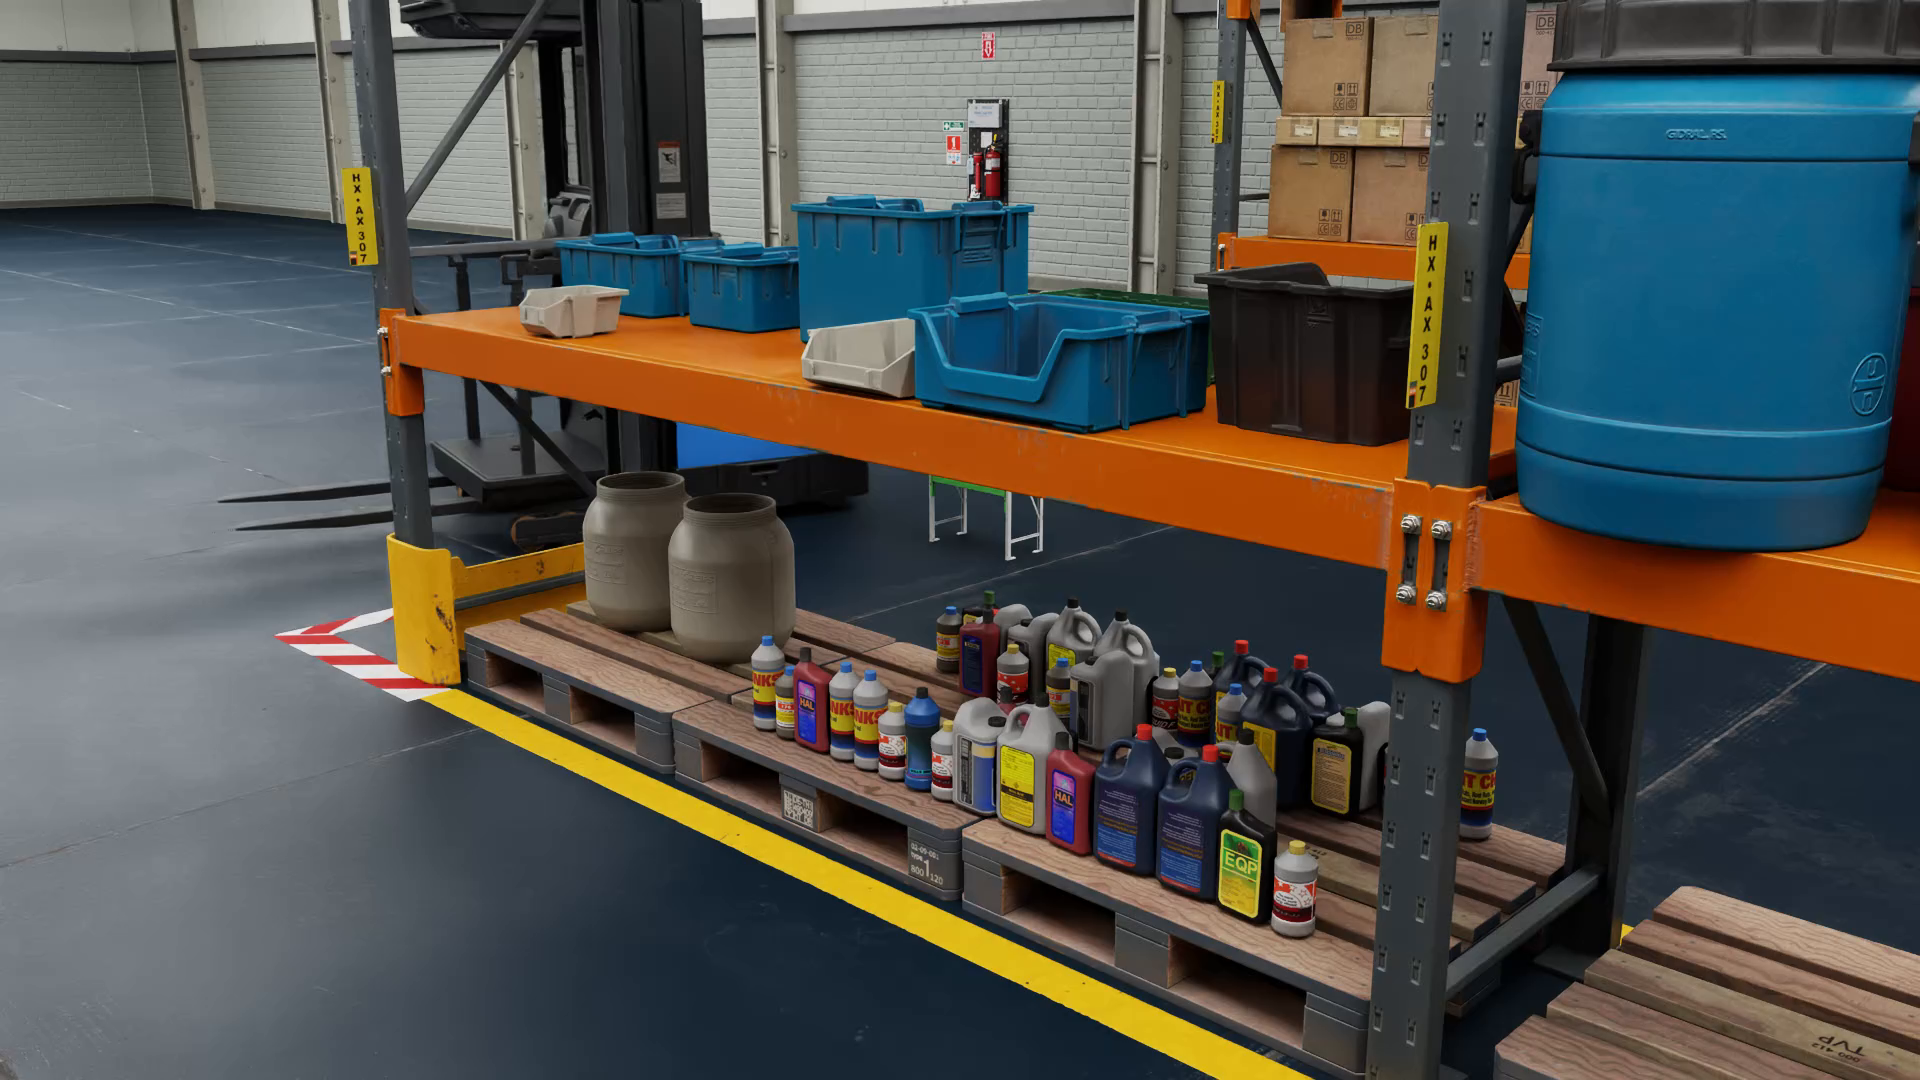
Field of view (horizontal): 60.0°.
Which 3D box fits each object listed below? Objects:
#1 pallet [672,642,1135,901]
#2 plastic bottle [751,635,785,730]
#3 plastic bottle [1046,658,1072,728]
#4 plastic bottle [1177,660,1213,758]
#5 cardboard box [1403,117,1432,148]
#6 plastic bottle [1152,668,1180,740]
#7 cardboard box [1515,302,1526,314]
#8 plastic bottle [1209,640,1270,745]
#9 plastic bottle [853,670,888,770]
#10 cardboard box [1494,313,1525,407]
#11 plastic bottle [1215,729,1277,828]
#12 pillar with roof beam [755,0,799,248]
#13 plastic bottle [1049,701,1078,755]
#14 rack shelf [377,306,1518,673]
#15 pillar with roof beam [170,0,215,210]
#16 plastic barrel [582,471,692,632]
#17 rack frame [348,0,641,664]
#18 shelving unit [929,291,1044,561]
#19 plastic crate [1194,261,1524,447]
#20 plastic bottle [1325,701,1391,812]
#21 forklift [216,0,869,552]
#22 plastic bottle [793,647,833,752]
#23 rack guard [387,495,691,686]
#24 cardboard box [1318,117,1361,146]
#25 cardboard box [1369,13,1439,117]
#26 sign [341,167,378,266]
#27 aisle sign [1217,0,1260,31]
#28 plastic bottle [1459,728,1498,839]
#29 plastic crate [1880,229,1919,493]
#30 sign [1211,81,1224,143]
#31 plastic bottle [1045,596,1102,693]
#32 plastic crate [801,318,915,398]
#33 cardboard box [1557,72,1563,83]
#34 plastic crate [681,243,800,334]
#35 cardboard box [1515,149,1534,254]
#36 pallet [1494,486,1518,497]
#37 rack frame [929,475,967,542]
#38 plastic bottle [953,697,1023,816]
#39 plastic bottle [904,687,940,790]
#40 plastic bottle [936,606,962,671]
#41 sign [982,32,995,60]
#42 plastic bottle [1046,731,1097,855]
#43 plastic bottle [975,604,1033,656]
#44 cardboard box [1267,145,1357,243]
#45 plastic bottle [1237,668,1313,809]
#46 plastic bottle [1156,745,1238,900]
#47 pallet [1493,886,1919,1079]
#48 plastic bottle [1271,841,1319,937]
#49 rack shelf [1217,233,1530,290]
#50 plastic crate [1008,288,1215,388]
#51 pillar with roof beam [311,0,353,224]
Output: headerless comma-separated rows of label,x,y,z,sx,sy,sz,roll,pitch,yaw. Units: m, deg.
pallet,-0.112,0.646,5.033,1.213,0.211,1.003,14,20,42
plastic bottle,-0.566,0.417,4.923,0.097,0.271,0.097,0,15,0
plastic bottle,0.303,0.450,4.934,0.097,0.201,0.097,0,15,0
plastic bottle,0.664,0.474,4.701,0.097,0.271,0.097,0,15,0
cardboard box,2.470,-2.083,8.494,0.250,0.149,0.380,13,20,41
plastic bottle,0.608,0.473,4.844,0.097,0.201,0.097,0,15,0
cardboard box,3.109,-0.986,8.902,0.500,0.500,0.500,14,20,42
plastic bottle,0.796,0.455,4.619,0.185,0.351,0.144,13,19,40
plastic bottle,-0.247,0.494,4.625,0.097,0.271,0.097,0,15,0
cardboard box,2.748,-0.892,8.540,0.500,0.500,0.500,14,20,42
plastic bottle,0.661,0.618,3.993,0.185,0.351,0.144,14,20,42
pillar with roof beam,-5.301,-7.119,17.407,0.400,9.000,9.100,14,20,42
plastic bottle,0.243,0.563,4.335,0.133,0.283,0.061,14,20,42
rack shelf,-0.215,-0.366,4.816,4.000,0.370,1.077,14,20,42
pillar with roof beam,-18.258,-10.269,29.498,0.400,9.000,9.100,14,20,42
plastic barrel,-1.128,0.037,5.941,0.421,0.512,0.421,0,15,0
rack frame,-1.655,-1.065,6.069,0.127,3.000,1.000,14,20,42
shelving unit,0.119,-0.552,7.670,0.503,1.200,0.258,14,20,42
plastic crate,0.936,-0.449,3.830,0.504,0.338,0.767,14,20,42
plastic bottle,1.048,0.554,4.388,0.152,0.276,0.135,-14,20,-42
forklift,-2.007,-1.514,7.931,3.031,2.935,1.130,-8,17,-29
plastic bottle,-0.416,0.454,4.756,0.133,0.283,0.061,14,20,43
rack guard,-1.568,0.150,6.366,0.348,0.500,1.175,14,20,42
cardboard box,2.111,-2.172,8.834,0.250,0.149,0.380,13,19,41
cardboard box,2.534,-2.455,8.633,0.500,0.500,0.700,13,19,41
sign,-2.040,-1.099,5.654,0.005,0.325,0.100,14,20,42
aisle sign,1.526,-3.177,9.020,0.004,0.787,0.394,14,20,42
plastic bottle,1.299,0.607,4.190,0.097,0.271,0.097,0,15,0
plastic crate,1.786,-0.366,3.262,0.583,0.464,0.402,14,20,42
sign,1.396,-2.321,9.015,0.005,0.325,0.100,14,20,42
plastic bottle,0.356,0.348,5.029,0.144,0.351,0.185,-14,20,-42
plastic crate,-0.120,-0.475,4.330,0.437,0.136,0.530,14,20,42
cardboard box,3.258,-2.279,7.959,0.500,0.500,0.700,14,20,42
plastic crate,-0.623,-0.845,5.520,0.408,0.251,0.499,14,20,42
cardboard box,2.848,-1.748,8.495,0.500,0.500,0.700,14,20,43
pallet,3.240,-0.274,8.565,1.213,0.211,1.003,14,20,42
rack frame,-0.057,-0.594,7.834,0.015,1.200,0.240,14,20,42
plastic bottle,0.076,0.561,4.360,0.152,0.276,0.135,-14,20,-43
plastic bottle,-0.101,0.530,4.489,0.097,0.271,0.097,0,15,0
plastic bottle,-0.029,0.318,5.438,0.097,0.201,0.097,0,15,0
sign,0.318,-5.528,18.602,0.199,0.298,0.001,14,20,42
plastic bottle,0.277,0.622,4.110,0.061,0.283,0.133,-13,19,-41
plastic bottle,0.134,0.331,5.240,0.135,0.276,0.152,14,20,43
cardboard box,2.113,-1.927,9.182,0.500,0.500,0.700,14,20,42
plastic bottle,0.832,0.514,4.391,0.185,0.351,0.144,14,20,42
plastic bottle,0.561,0.644,3.892,0.185,0.351,0.144,13,19,41
pallet,1.817,1.115,3.233,1.213,0.211,1.003,14,20,42
plastic bottle,0.747,0.770,3.706,0.097,0.201,0.097,0,15,0
rack shelf,3.226,-1.265,8.264,4.000,0.370,1.077,14,20,42
plastic crate,0.443,-0.551,4.517,0.662,0.188,0.450,14,20,42
pillar with roof beam,-13.939,-9.219,25.468,0.400,9.000,9.100,14,20,42
